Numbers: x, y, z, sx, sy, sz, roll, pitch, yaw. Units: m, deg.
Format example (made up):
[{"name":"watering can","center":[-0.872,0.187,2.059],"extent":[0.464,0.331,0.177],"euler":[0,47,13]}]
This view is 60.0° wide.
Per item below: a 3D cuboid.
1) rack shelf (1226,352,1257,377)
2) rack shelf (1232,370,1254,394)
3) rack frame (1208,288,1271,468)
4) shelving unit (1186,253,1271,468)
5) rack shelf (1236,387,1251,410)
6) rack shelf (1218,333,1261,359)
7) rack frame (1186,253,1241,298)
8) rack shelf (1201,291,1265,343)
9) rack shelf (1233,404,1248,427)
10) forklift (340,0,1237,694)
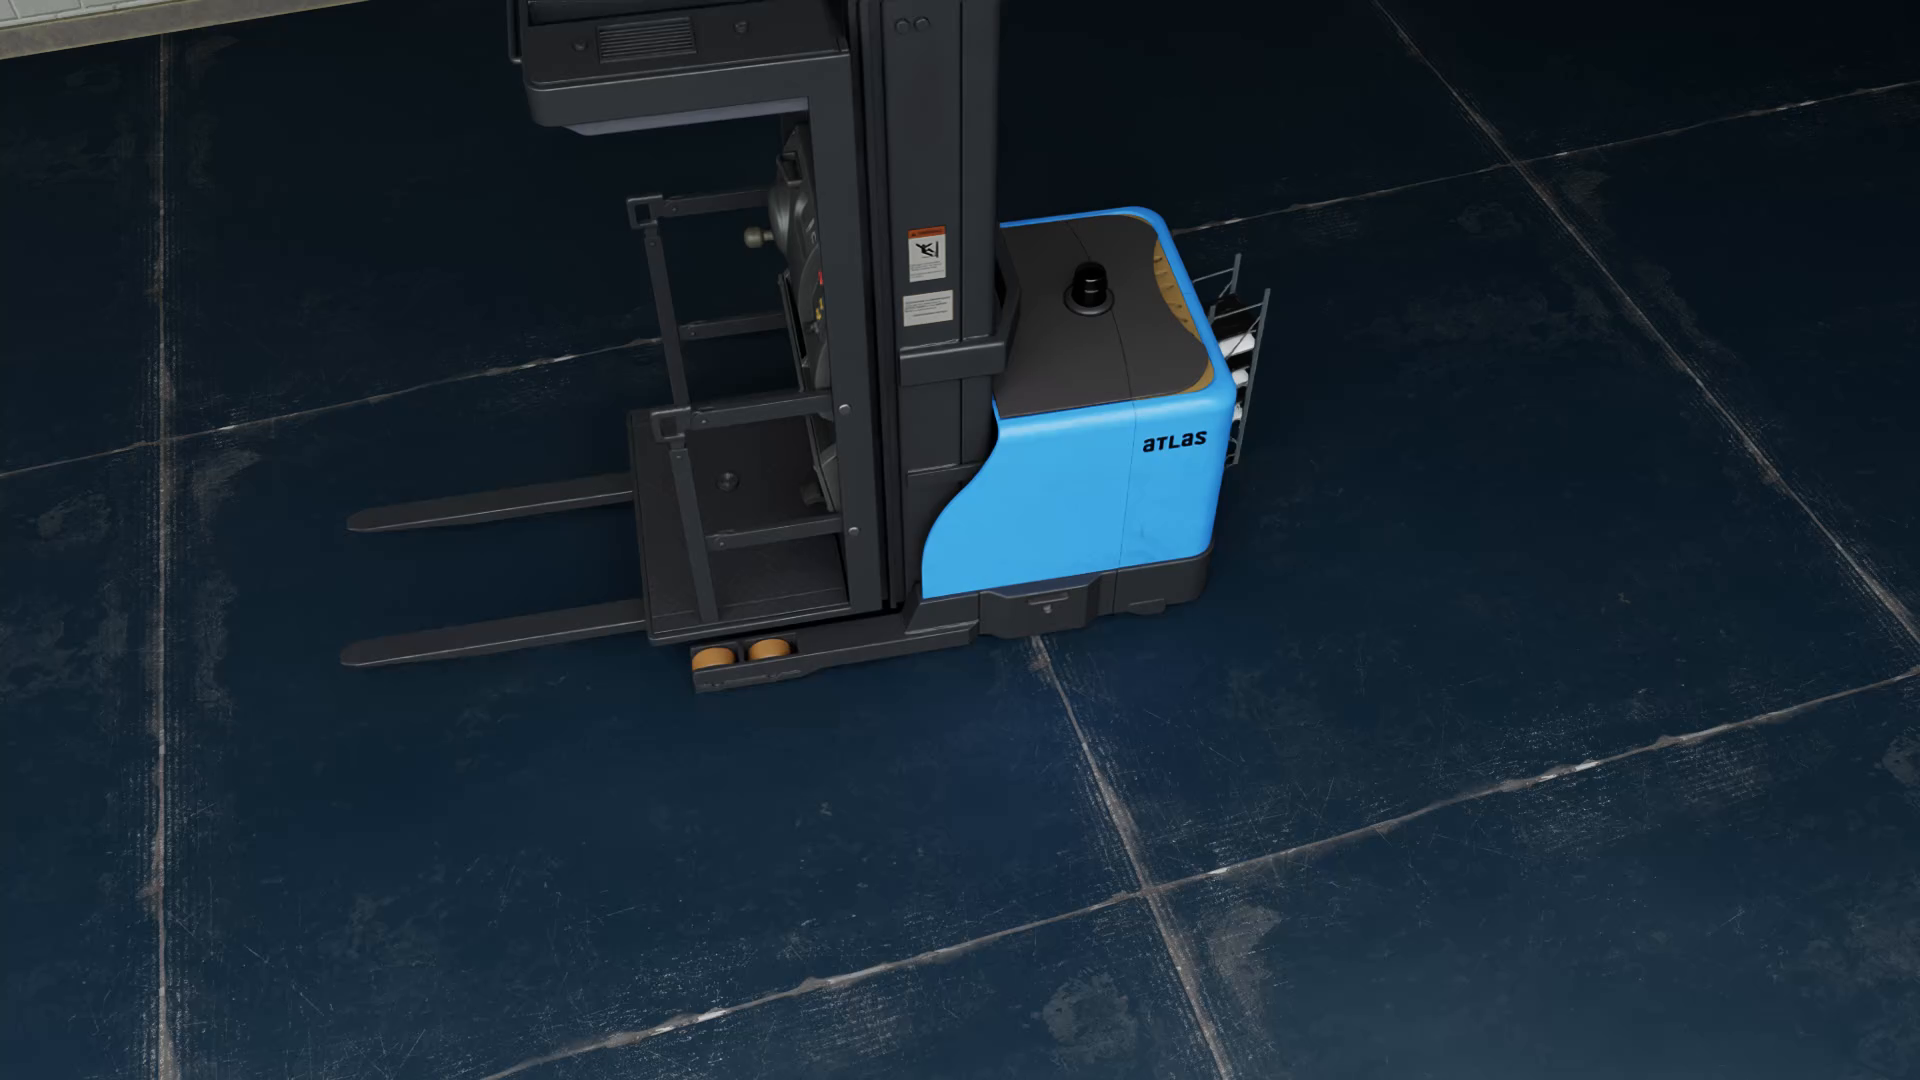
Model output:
[{"name":"rack shelf","center":[0.935,-0.661,6.145],"extent":[0.258,0.077,0.200],"euler":[-19,52,-15]},{"name":"rack shelf","center":[0.935,-0.603,6.213],"extent":[0.258,0.077,0.200],"euler":[-19,52,-15]},{"name":"rack frame","center":[0.976,-0.554,6.128],"extent":[0.240,0.900,0.006],"euler":[-19,52,-15]},{"name":"shelving unit","center":[0.935,-0.625,6.188],"extent":[0.258,0.900,0.210],"euler":[-19,52,-15]},{"name":"rack shelf","center":[0.935,-0.545,6.282],"extent":[0.258,0.077,0.200],"euler":[-19,52,-15]},{"name":"rack shelf","center":[0.935,-0.719,6.076],"extent":[0.258,0.077,0.200],"euler":[-19,52,-15]},{"name":"rack frame","center":[0.893,-0.696,6.248],"extent":[0.240,0.900,0.006],"euler":[-19,52,-15]},{"name":"rack shelf","center":[0.935,-0.777,6.007],"extent":[0.258,0.077,0.200],"euler":[-19,52,-15]},{"name":"rack shelf","center":[0.935,-0.487,6.351],"extent":[0.258,0.077,0.200],"euler":[-19,52,-15]},{"name":"forklift","center":[-0.671,-0.859,5.057],"extent":[3.031,2.935,1.130],"euler":[-9,50,-7]}]
